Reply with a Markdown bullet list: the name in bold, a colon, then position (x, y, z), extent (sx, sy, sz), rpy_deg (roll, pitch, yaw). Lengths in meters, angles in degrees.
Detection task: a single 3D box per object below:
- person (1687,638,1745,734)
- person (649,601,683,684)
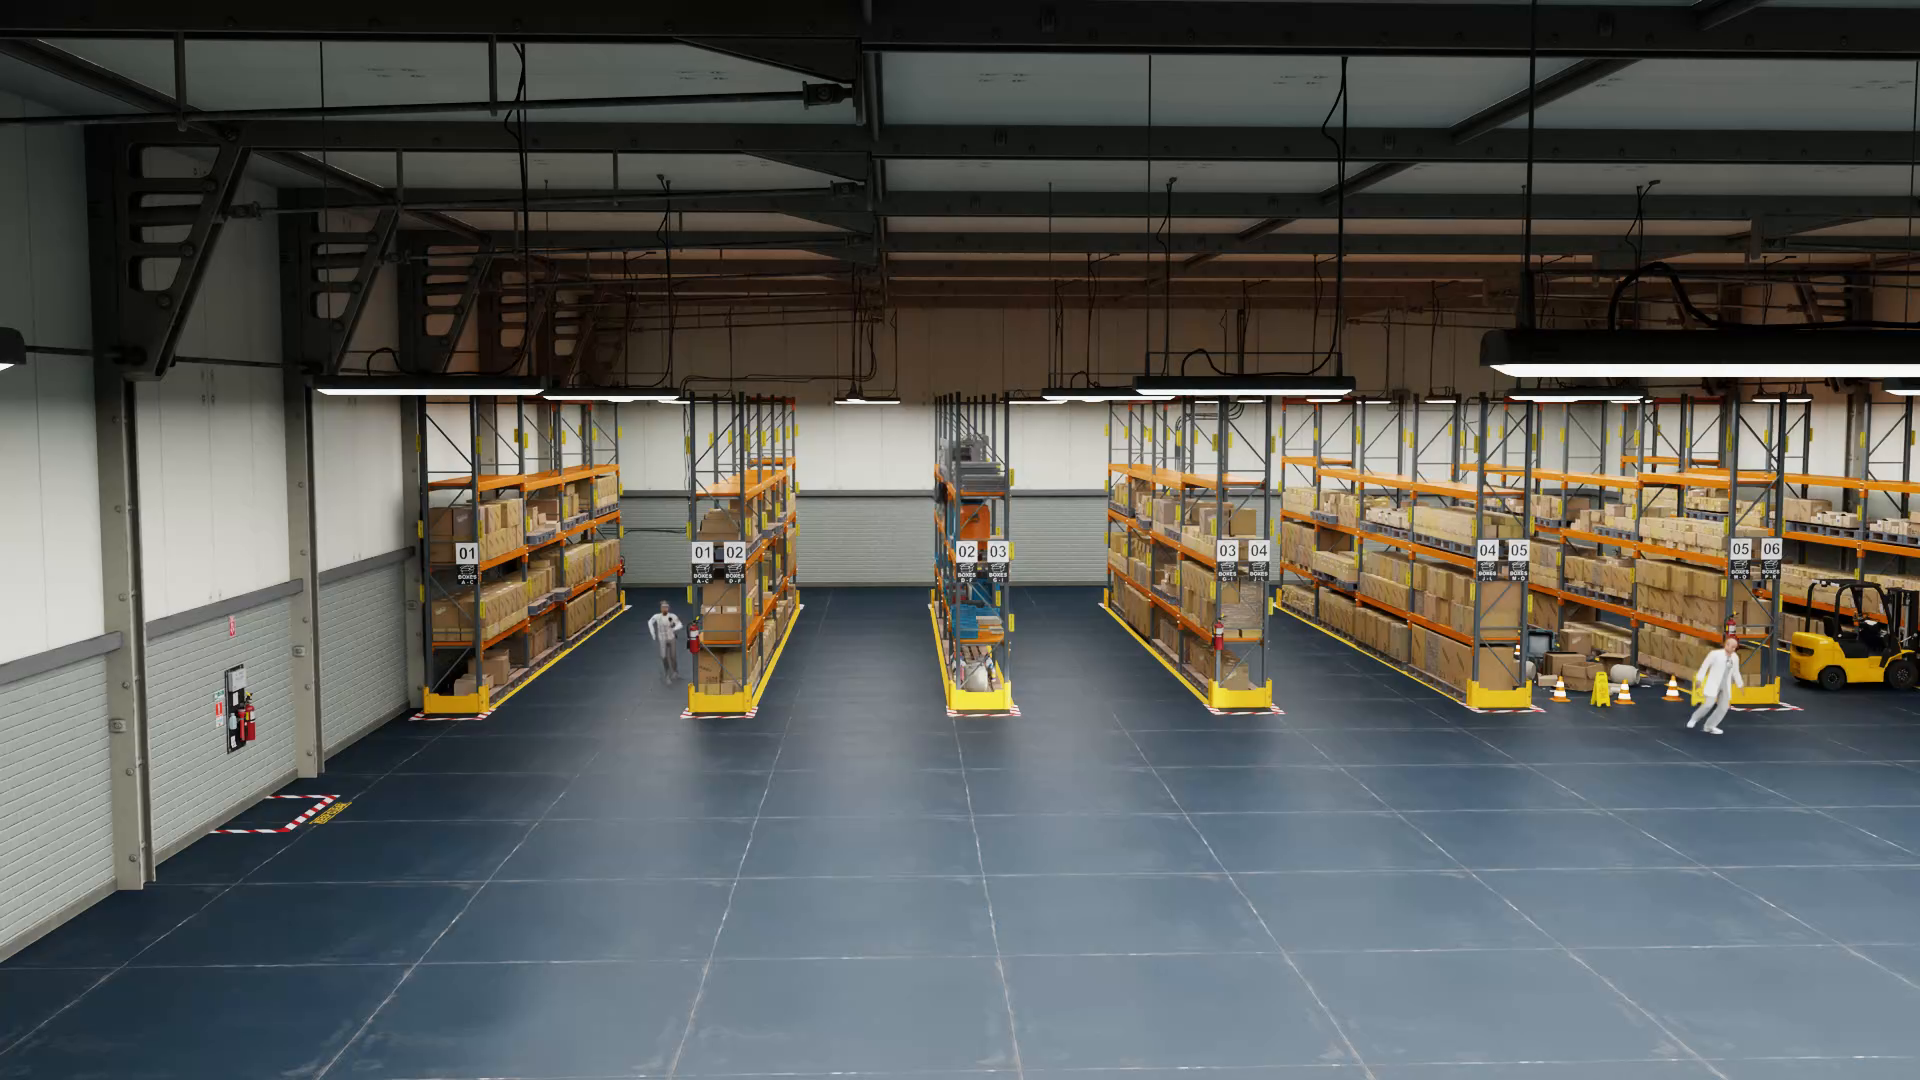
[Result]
- **person**: position (13.208, 2.536, 29.083), extent (0.835, 1.695, 0.654), rpy_deg (-1, 5, -12)
- **person**: position (-6.130, 2.119, 34.658), extent (0.713, 1.746, 0.696), rpy_deg (0, 5, -6)
